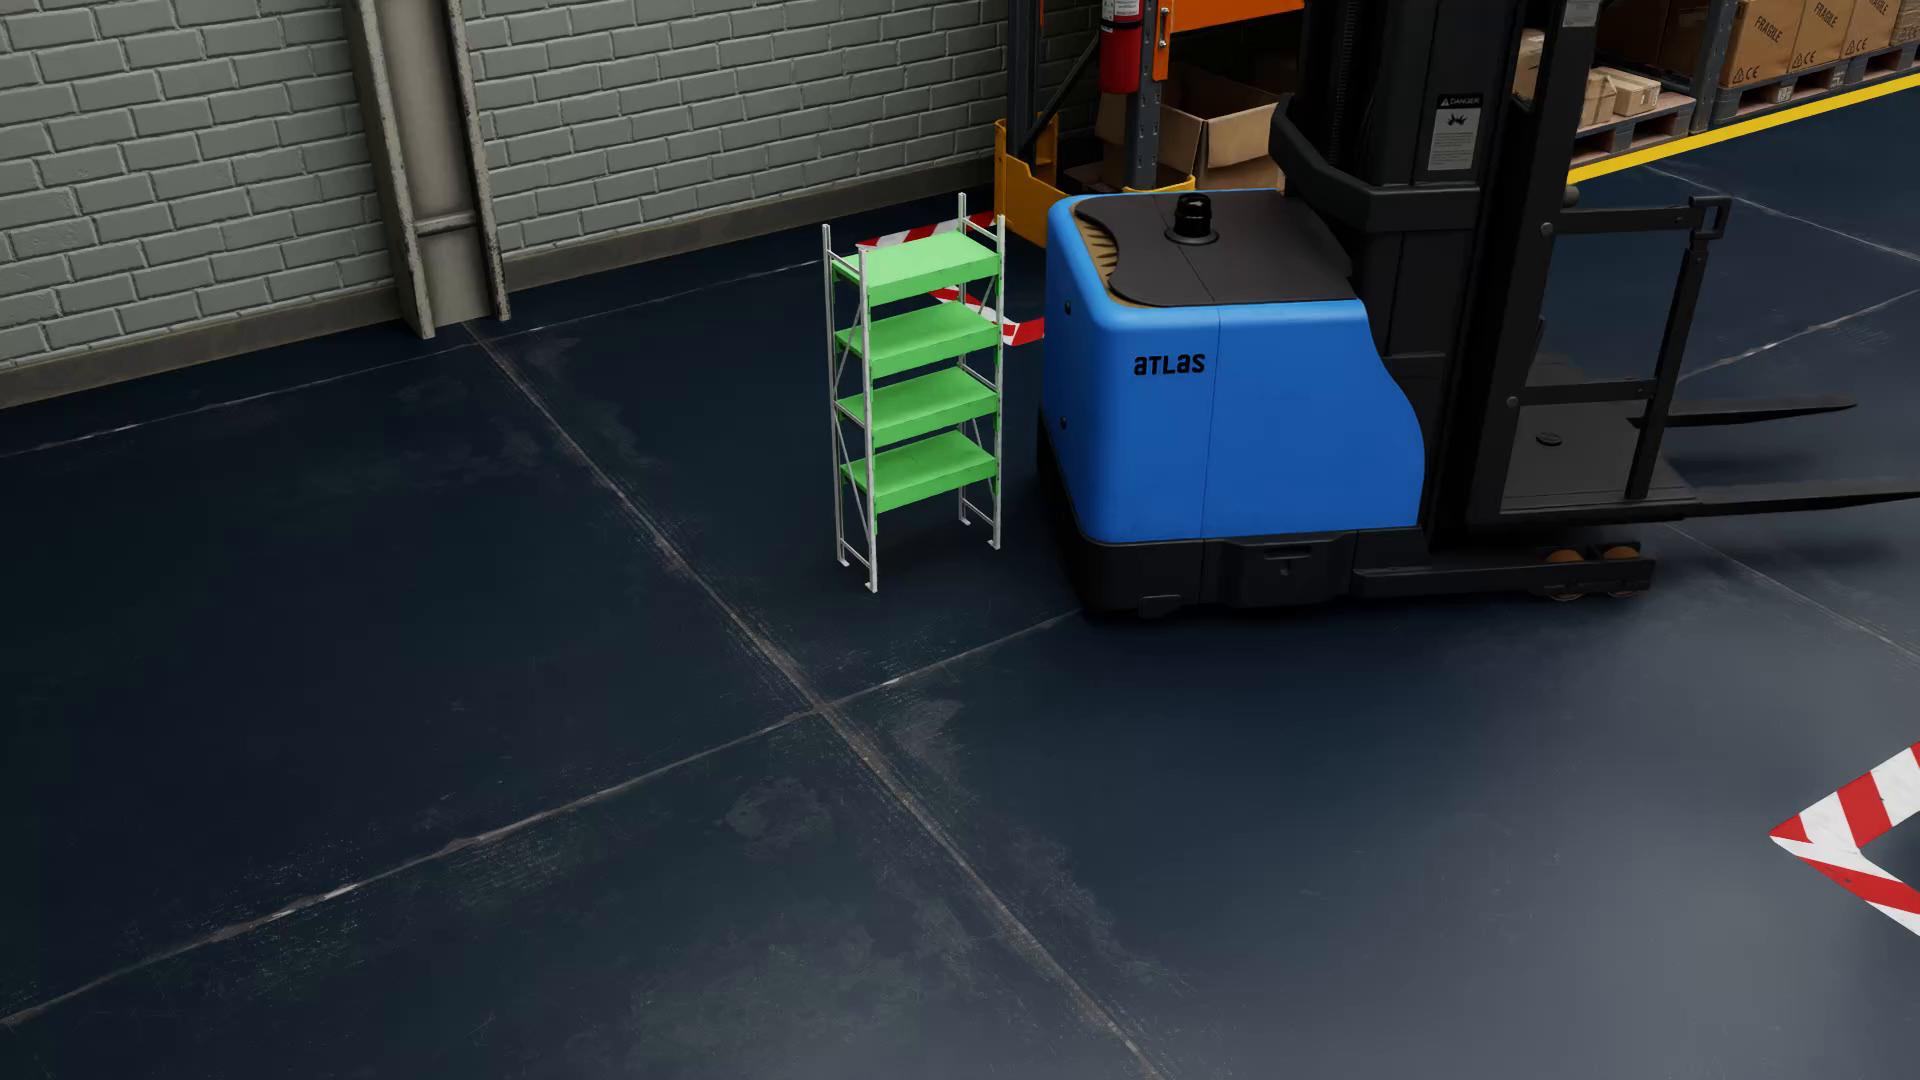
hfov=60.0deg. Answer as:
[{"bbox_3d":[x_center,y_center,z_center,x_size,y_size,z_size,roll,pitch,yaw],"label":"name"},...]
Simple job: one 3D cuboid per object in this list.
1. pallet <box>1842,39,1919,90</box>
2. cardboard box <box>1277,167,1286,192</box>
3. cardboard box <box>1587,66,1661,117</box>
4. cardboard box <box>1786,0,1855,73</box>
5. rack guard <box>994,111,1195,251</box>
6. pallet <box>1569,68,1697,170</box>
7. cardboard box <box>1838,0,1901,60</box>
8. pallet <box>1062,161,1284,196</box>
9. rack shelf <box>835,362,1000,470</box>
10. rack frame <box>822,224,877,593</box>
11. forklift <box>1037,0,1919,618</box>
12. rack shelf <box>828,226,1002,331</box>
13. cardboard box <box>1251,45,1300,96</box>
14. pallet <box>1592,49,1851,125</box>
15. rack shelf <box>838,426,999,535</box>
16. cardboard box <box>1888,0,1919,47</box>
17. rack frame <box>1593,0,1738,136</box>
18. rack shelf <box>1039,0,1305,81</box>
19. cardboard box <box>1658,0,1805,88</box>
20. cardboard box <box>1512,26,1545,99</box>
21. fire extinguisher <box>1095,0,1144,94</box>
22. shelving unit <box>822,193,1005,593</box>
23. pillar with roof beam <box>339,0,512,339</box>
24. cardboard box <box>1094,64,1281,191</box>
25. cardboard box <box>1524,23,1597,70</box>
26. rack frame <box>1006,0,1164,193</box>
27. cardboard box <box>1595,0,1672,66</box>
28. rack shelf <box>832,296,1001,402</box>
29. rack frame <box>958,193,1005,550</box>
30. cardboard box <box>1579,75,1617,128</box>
[{"bbox_3d":[5.592,-3.210,10.641,1.213,0.211,1.003,-19,37,-27],"label":"pallet"},{"bbox_3d":[1.484,-1.838,8.131,0.250,0.149,0.380,-21,38,-29],"label":"cardboard box"},{"bbox_3d":[3.593,-2.462,9.120,0.250,0.149,0.380,-20,37,-29],"label":"cardboard box"},{"bbox_3d":[4.873,-3.100,9.803,0.500,0.500,0.500,-19,37,-28],"label":"cardboard box"},{"bbox_3d":[0.604,-1.591,7.804,0.348,0.500,1.175,-19,37,-27],"label":"rack guard"},{"bbox_3d":[3.324,-2.405,9.365,1.213,0.211,1.003,-19,37,-27],"label":"pallet"},{"bbox_3d":[5.295,-3.243,10.028,0.500,0.500,0.500,-20,37,-29],"label":"cardboard box"},{"bbox_3d":[1.274,-1.700,8.247,1.213,0.211,1.003,-19,37,-27],"label":"pallet"},{"bbox_3d":[-0.139,-0.406,5.388,0.480,0.148,0.258,-19,37,-27],"label":"rack shelf"},{"bbox_3d":[-0.344,-0.389,5.242,0.015,1.200,0.240,-19,37,-27],"label":"rack frame"},{"bbox_3d":[1.832,-1.318,5.092,3.031,2.935,1.130,-3,32,-5],"label":"forklift"},{"bbox_3d":[-0.139,-0.812,5.132,0.480,0.148,0.258,-19,37,-27],"label":"rack shelf"},{"bbox_3d":[1.845,-2.111,8.234,0.500,0.500,0.700,-17,36,-25],"label":"cardboard box"},{"bbox_3d":[4.565,-2.855,10.079,1.213,0.211,1.003,-19,37,-27],"label":"pallet"},{"bbox_3d":[-0.139,-0.203,5.516,0.480,0.148,0.258,-19,37,-27],"label":"rack shelf"},{"bbox_3d":[5.734,-3.390,10.262,0.500,0.500,0.500,-20,38,-29],"label":"cardboard box"},{"bbox_3d":[3.902,-3.783,8.935,0.127,3.000,1.000,-19,37,-27],"label":"rack frame"},{"bbox_3d":[2.221,-2.900,8.211,4.000,0.370,1.077,-19,37,-27],"label":"rack shelf"},{"bbox_3d":[4.431,-2.942,9.552,0.500,0.500,0.500,-17,36,-25],"label":"cardboard box"},{"bbox_3d":[2.718,-2.411,8.710,0.500,0.500,0.700,-20,38,-29],"label":"cardboard box"},{"bbox_3d":[0.667,-2.186,6.826,0.183,0.674,0.296,-19,37,-27],"label":"fire extinguisher"},{"bbox_3d":[-0.139,-0.460,5.354,0.503,1.200,0.258,-19,37,-27],"label":"shelving unit"},{"bbox_3d":[0.118,-2.858,1.846,0.400,9.000,9.100,-19,37,-27],"label":"pillar with roof beam"},{"bbox_3d":[1.106,-1.883,7.869,0.637,0.503,0.797,-21,38,-29],"label":"cardboard box"},{"bbox_3d":[3.219,-2.738,9.406,0.500,0.311,0.500,-18,36,-26],"label":"cardboard box"},{"bbox_3d":[0.540,-2.627,7.102,0.127,3.000,1.000,-19,37,-27],"label":"rack frame"},{"bbox_3d":[4.155,-3.178,9.925,0.500,0.500,0.500,-19,37,-27],"label":"cardboard box"},{"bbox_3d":[-0.139,-0.609,5.260,0.480,0.148,0.258,-19,37,-27],"label":"rack shelf"},{"bbox_3d":[0.066,-0.530,5.466,0.015,1.200,0.240,-19,37,-27],"label":"rack frame"},{"bbox_3d":[3.293,-2.408,8.925,0.258,0.266,0.396,-18,36,-26],"label":"cardboard box"}]
